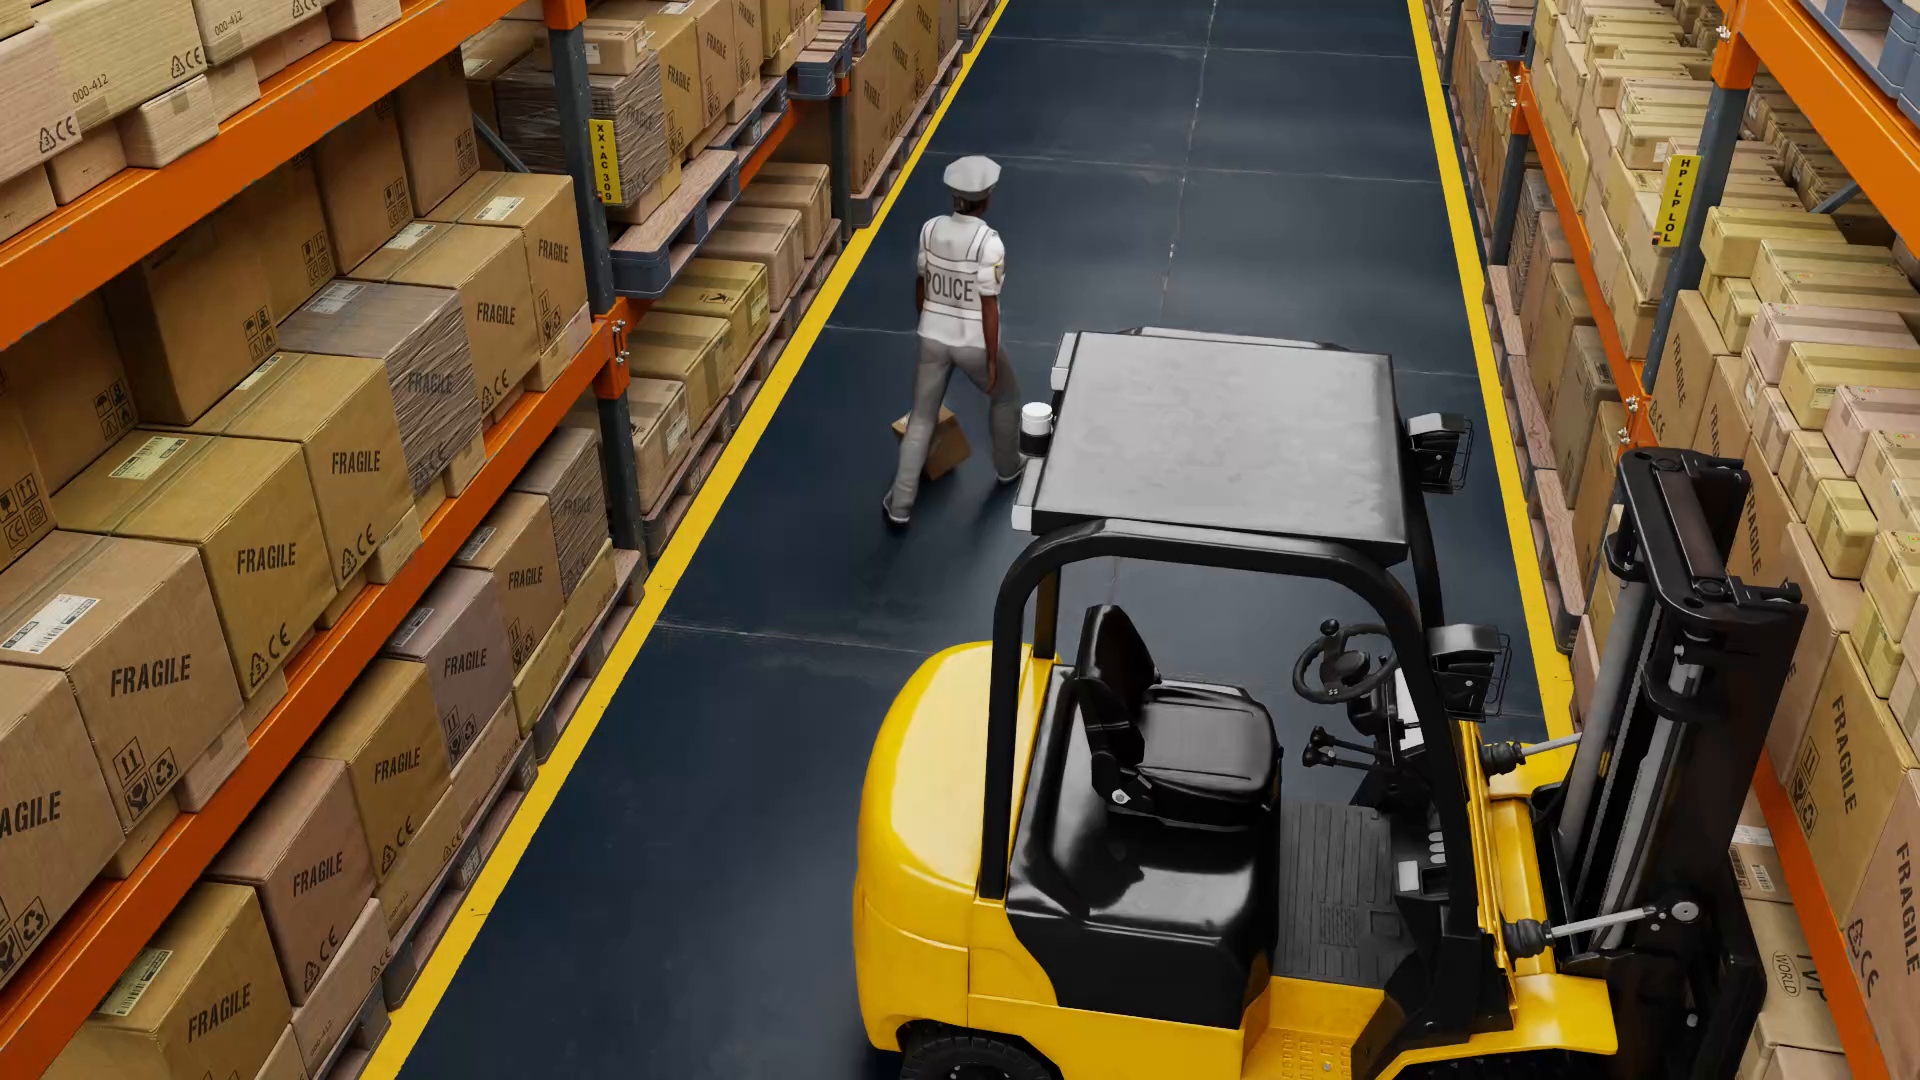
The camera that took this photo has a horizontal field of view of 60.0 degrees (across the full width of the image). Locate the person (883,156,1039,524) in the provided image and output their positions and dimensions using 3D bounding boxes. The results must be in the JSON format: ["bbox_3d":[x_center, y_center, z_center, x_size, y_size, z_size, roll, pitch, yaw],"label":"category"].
[{"bbox_3d":[-0.009,-0.912,7.588,0.488,1.617,0.946,17,36,24],"label":"person"}]
